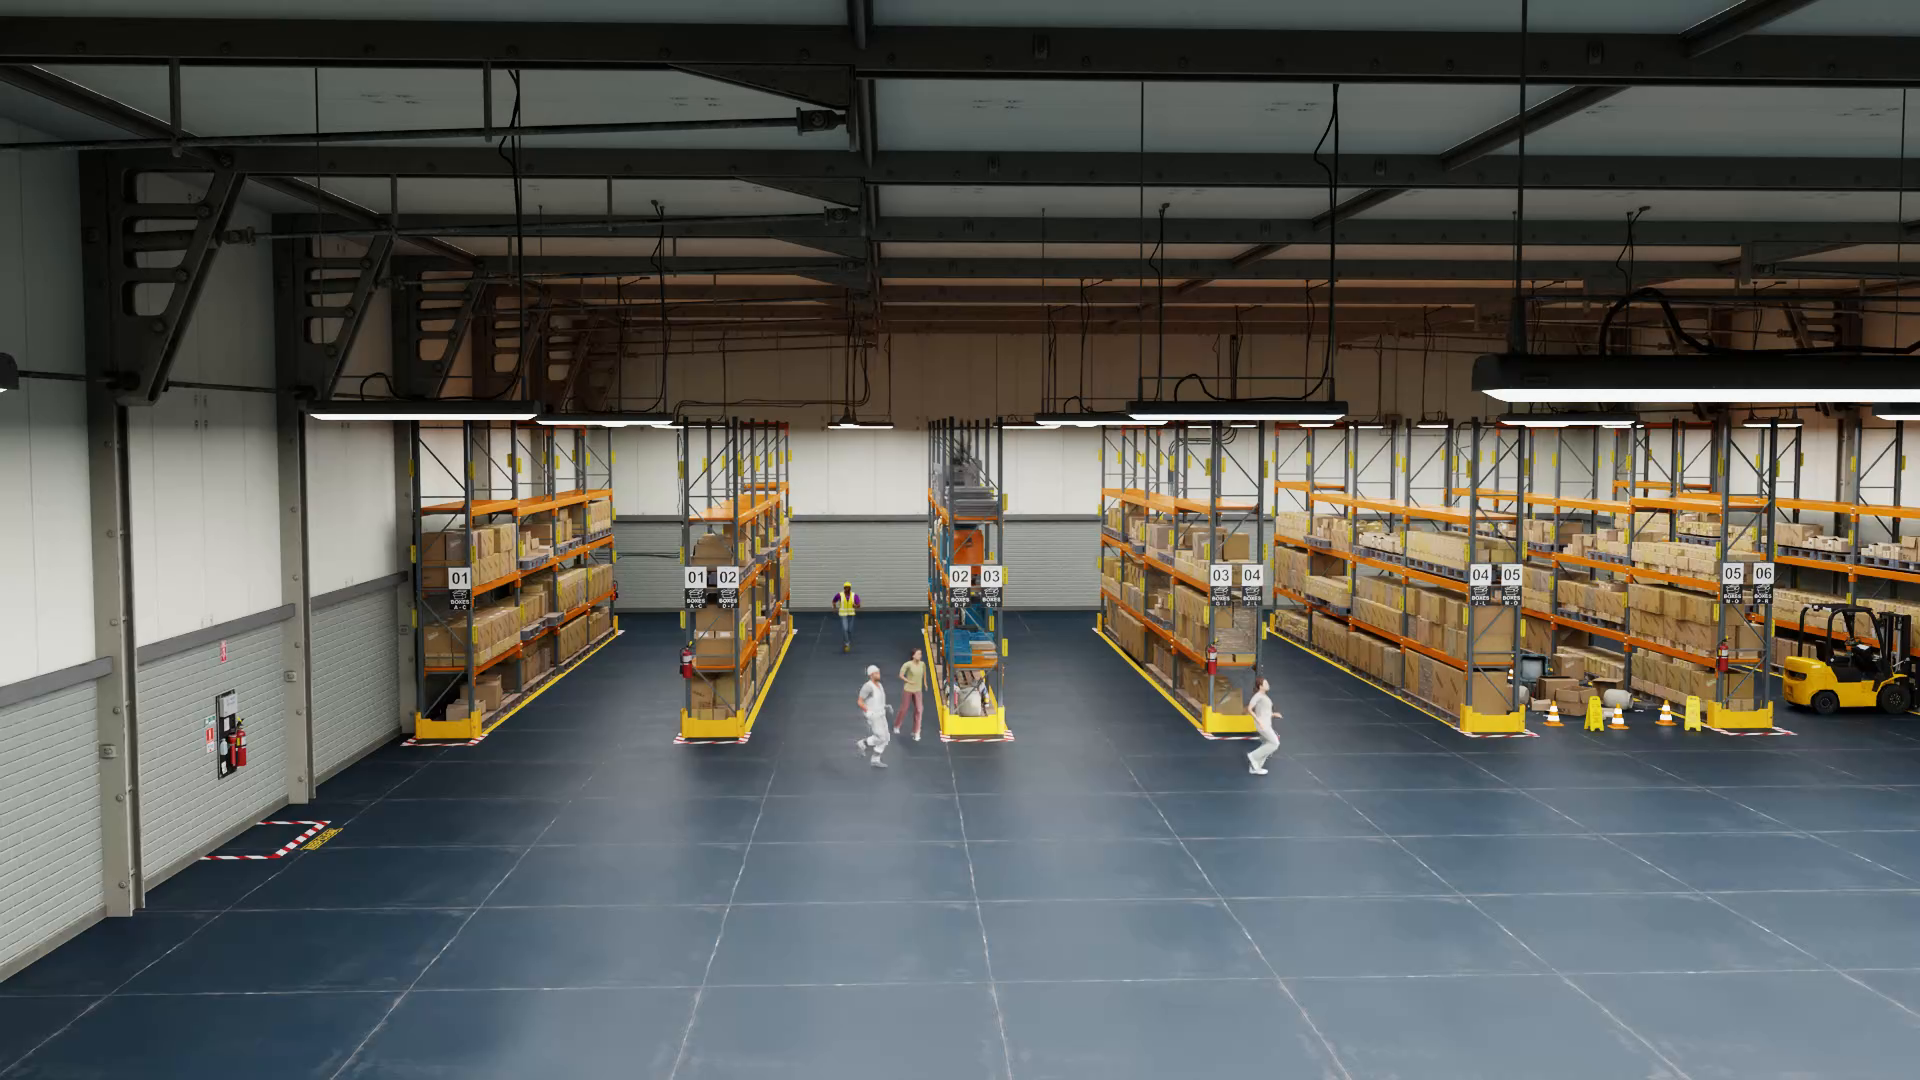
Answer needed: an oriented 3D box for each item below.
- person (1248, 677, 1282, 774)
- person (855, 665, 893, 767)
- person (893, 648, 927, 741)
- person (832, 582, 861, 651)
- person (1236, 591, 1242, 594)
[{"bbox_3d":[5.092,3.095,27.705,0.545,1.620,0.552,1,4,21],"label":"person"},{"bbox_3d":[-1.472,3.008,28.414,0.596,1.737,0.669,2,4,24],"label":"person"},{"bbox_3d":[-0.860,2.863,31.121,0.634,1.715,0.809,-2,4,-26],"label":"person"},{"bbox_3d":[-2.936,1.976,43.431,0.704,1.769,0.887,-1,4,-17],"label":"person"},{"bbox_3d":[8.202,1.702,48.651,0.760,1.694,0.716,-3,5,-40],"label":"person"}]
